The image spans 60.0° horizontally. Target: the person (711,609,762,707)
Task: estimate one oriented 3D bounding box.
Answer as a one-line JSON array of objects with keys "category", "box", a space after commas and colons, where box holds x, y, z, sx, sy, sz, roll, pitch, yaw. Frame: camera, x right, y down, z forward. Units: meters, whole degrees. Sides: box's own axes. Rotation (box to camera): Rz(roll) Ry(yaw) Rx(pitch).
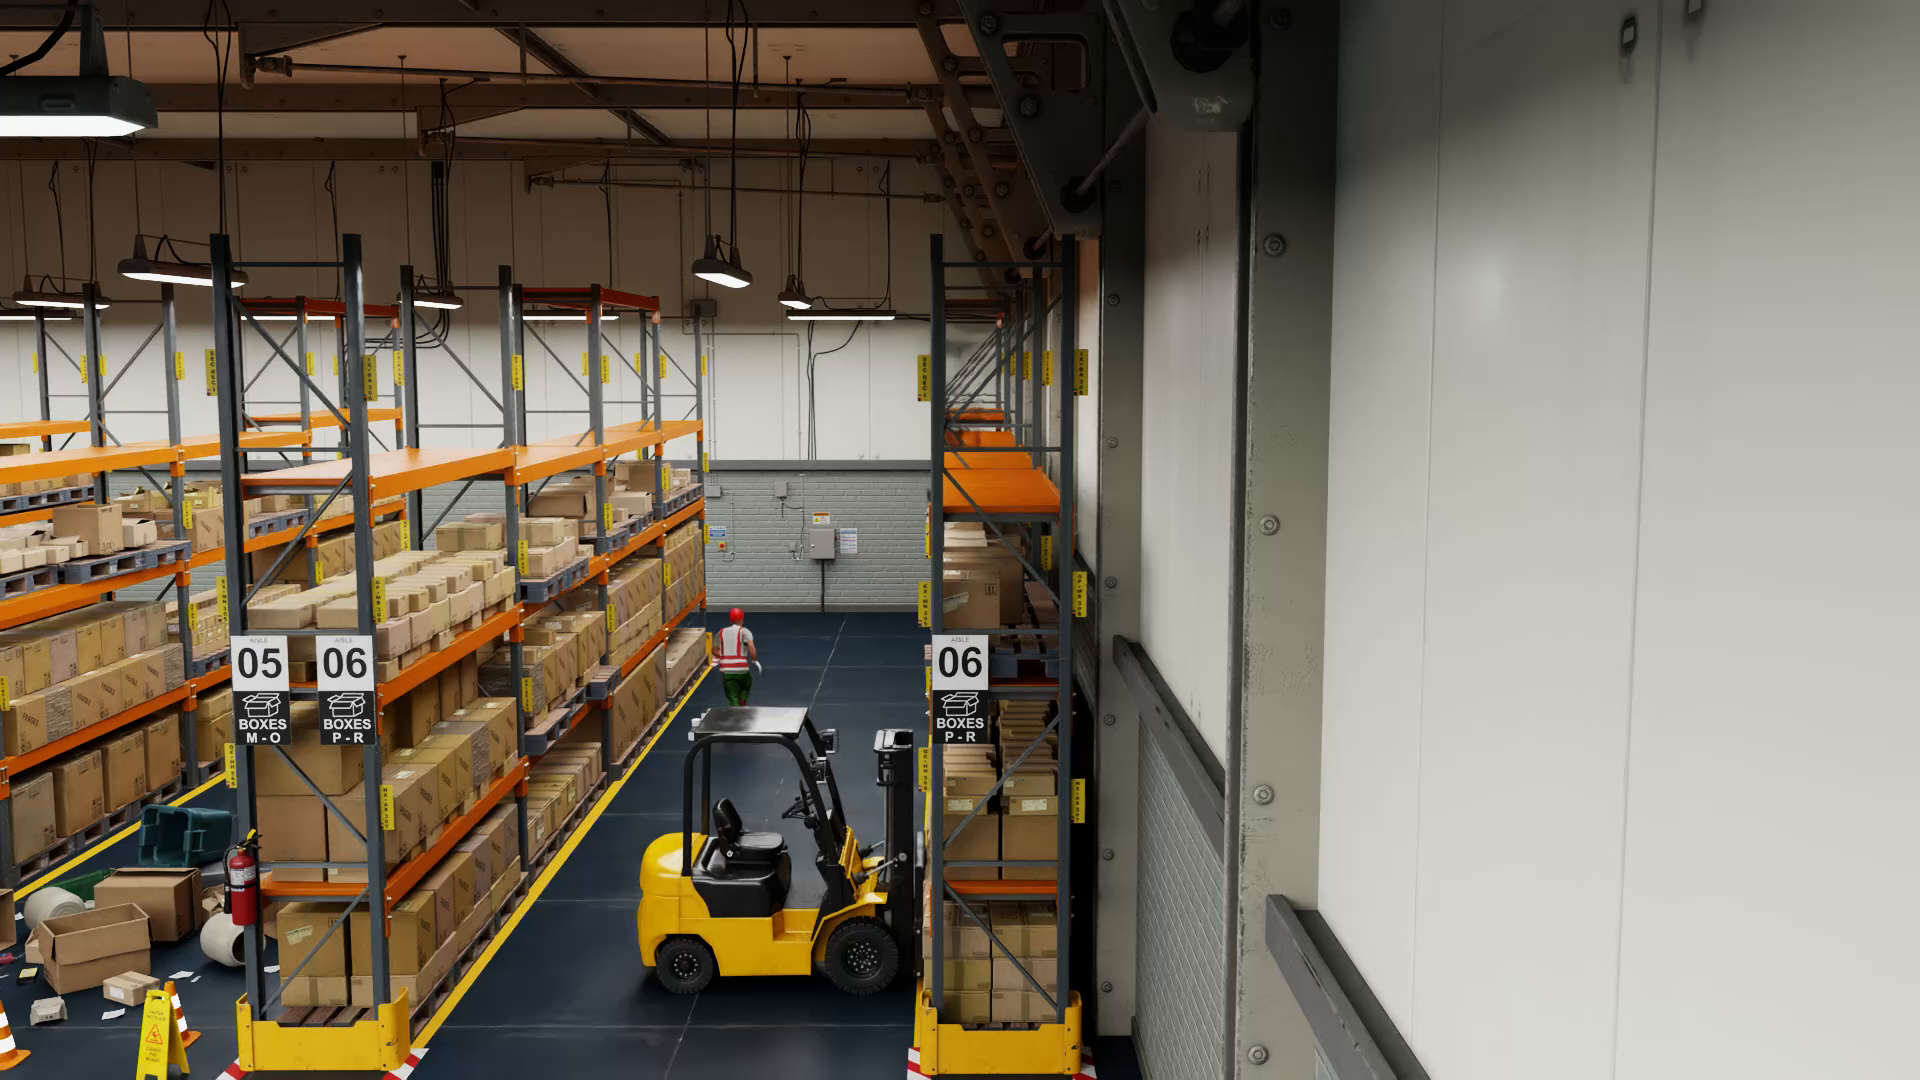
[{"category": "person", "box": [-3.071, 1.826, 22.682, 0.724, 1.713, 0.860, 1, 6, 5]}]
